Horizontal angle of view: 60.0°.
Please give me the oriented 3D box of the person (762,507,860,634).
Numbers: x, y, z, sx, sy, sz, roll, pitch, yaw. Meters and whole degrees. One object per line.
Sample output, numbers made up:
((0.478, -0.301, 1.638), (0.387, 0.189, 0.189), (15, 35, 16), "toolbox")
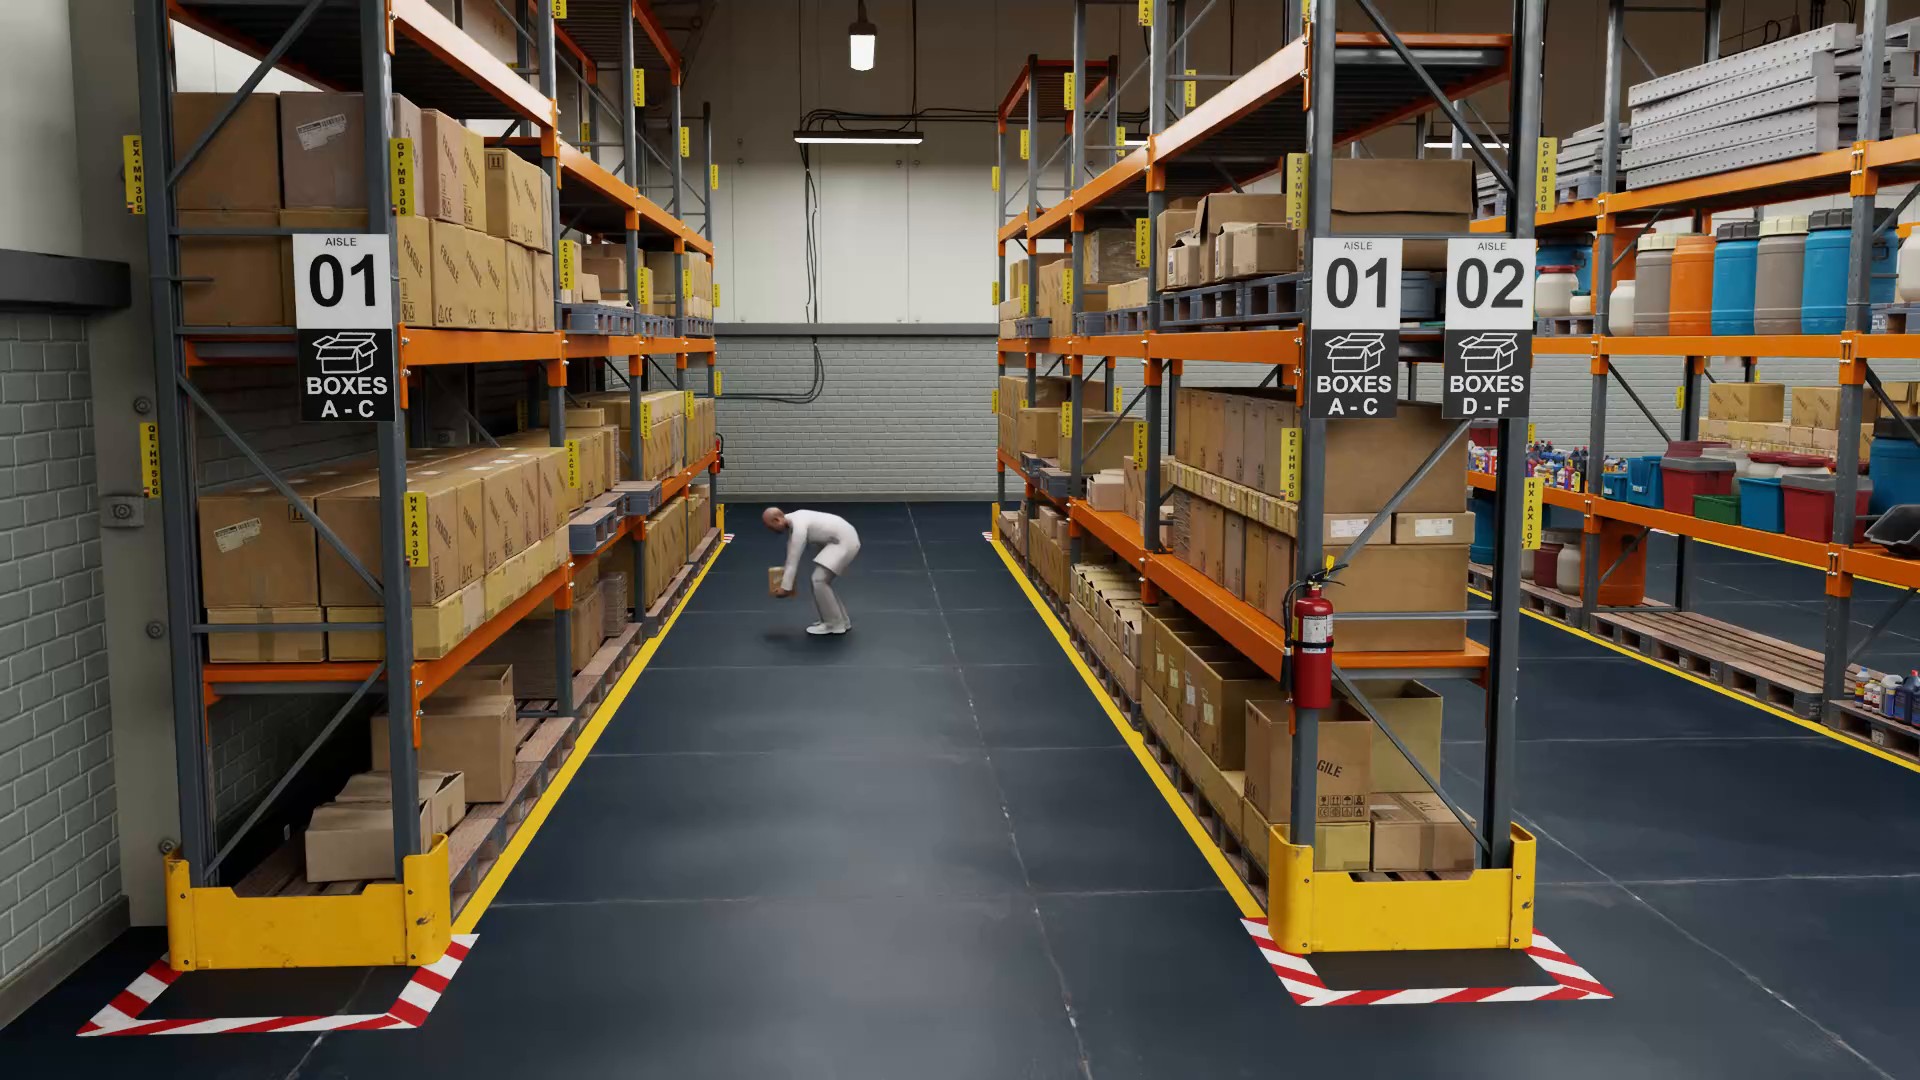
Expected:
((-1.413, 0.282, 15.842), (0.926, 1.209, 0.571), (-1, 7, -6), "person")
